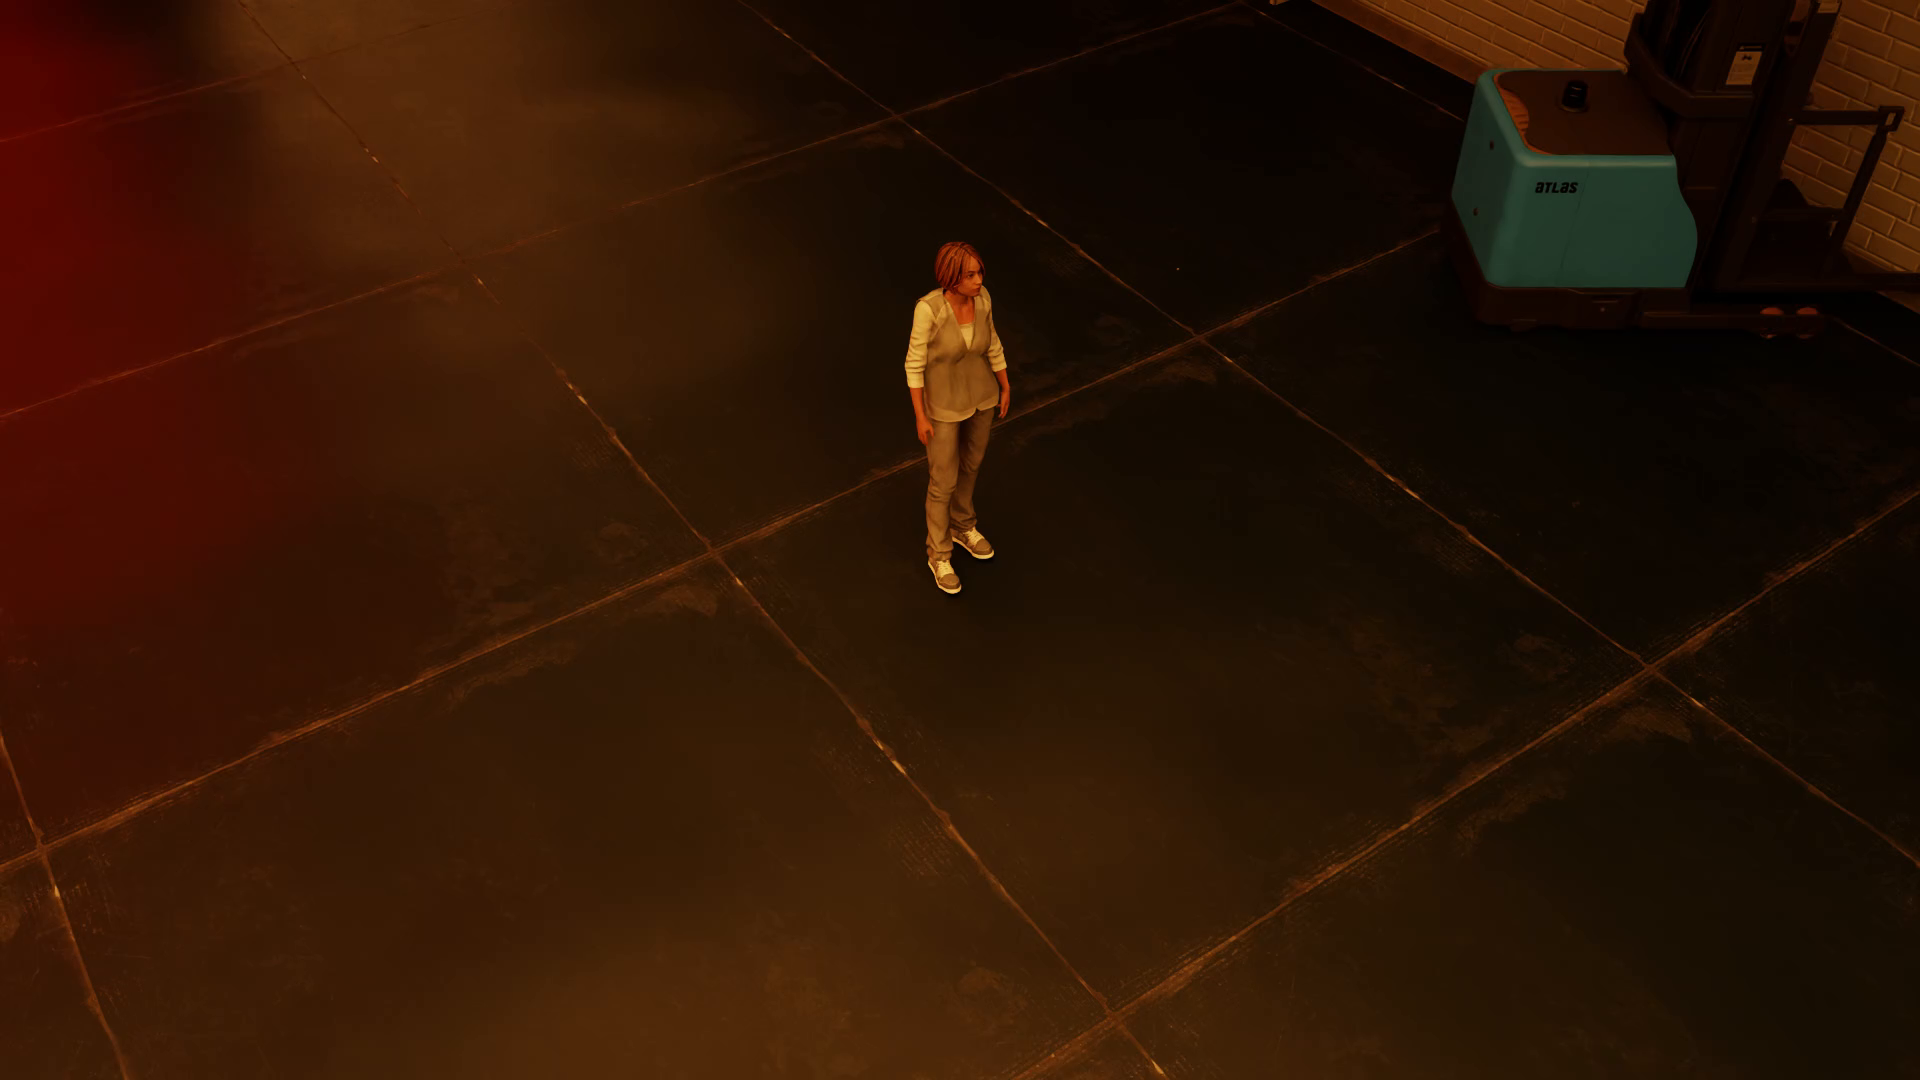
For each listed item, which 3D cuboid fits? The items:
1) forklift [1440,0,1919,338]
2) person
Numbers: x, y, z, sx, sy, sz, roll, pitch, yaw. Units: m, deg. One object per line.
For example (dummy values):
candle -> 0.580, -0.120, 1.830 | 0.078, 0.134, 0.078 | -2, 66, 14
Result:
forklift -> 4.325, -2.542, 8.474 | 3.031, 2.935, 1.130 | 0, 43, 0
person -> 0.030, -0.546, 7.282 | 0.520, 1.597, 0.475 | -25, 48, -25
